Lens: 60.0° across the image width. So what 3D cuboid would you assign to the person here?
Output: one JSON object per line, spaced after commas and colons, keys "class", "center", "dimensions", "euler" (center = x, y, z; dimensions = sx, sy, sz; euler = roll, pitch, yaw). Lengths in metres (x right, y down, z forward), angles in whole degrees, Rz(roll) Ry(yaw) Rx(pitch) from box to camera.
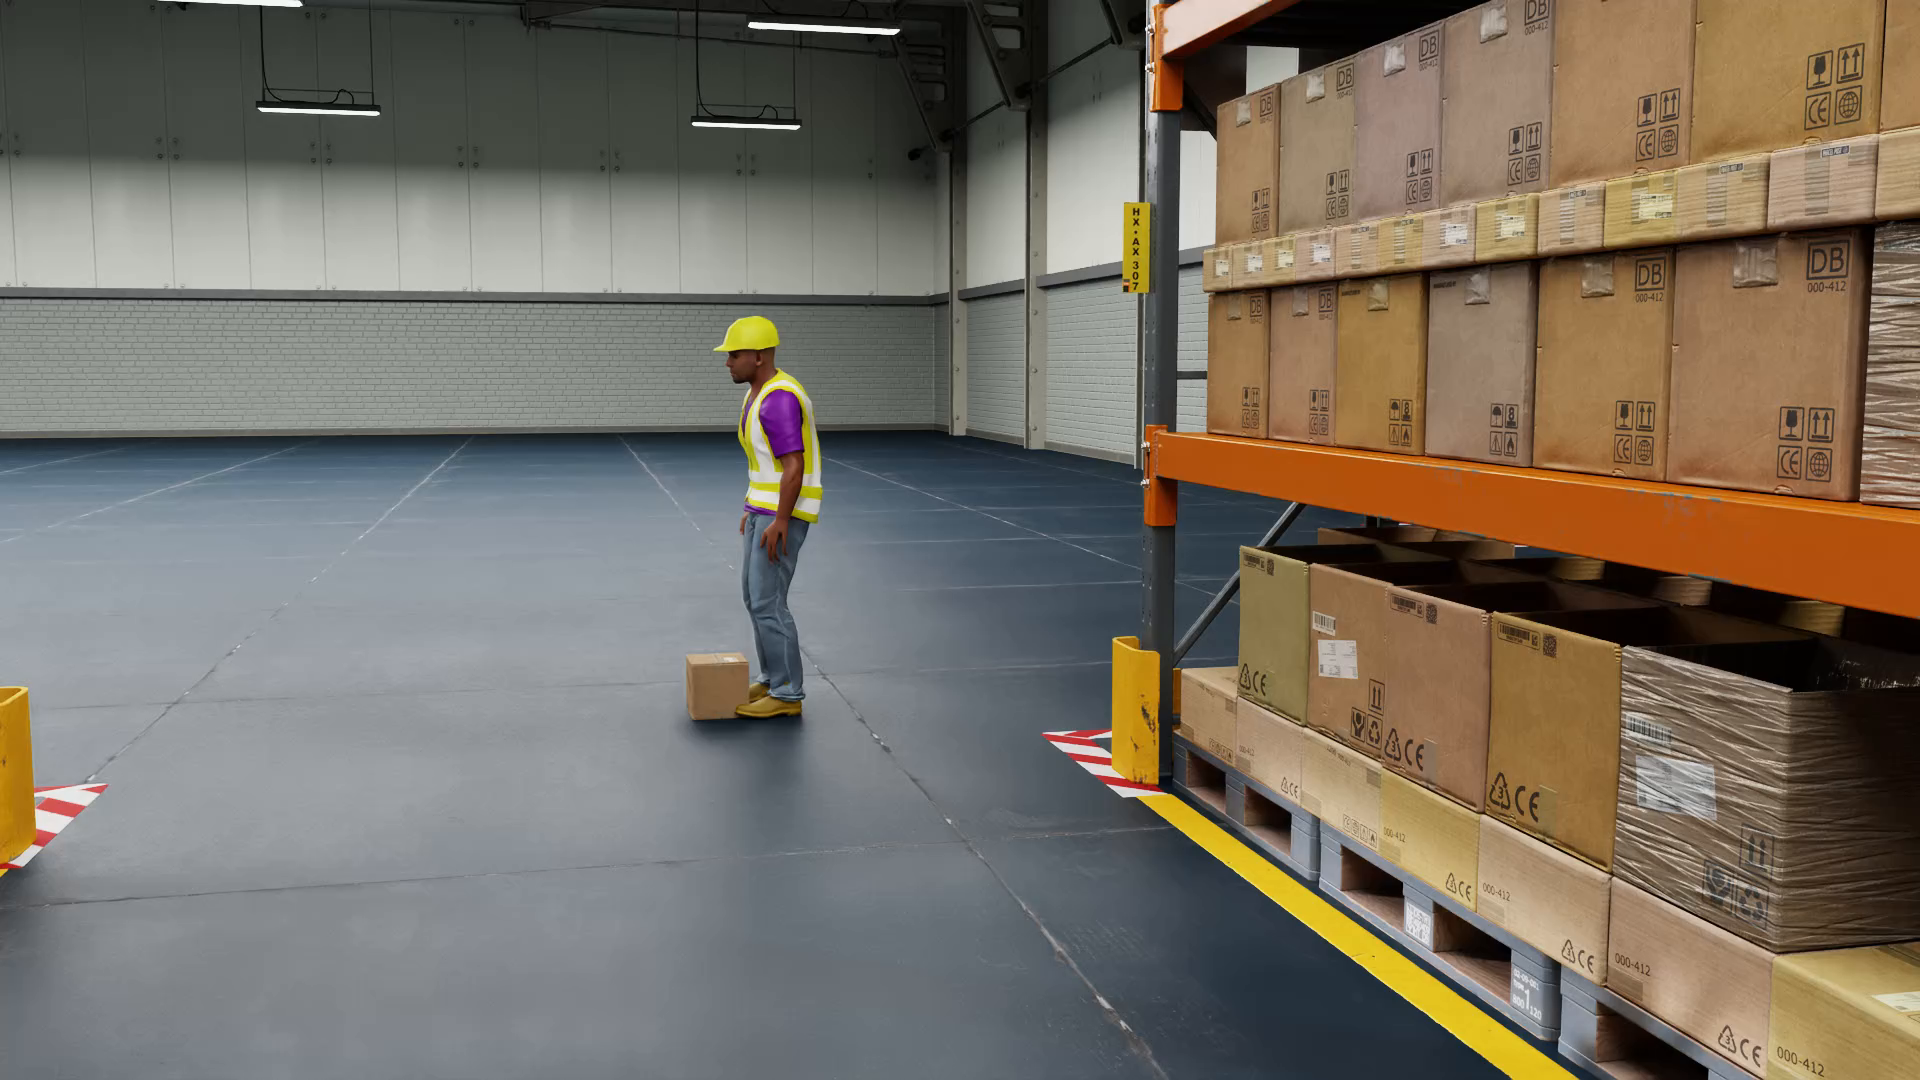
{"class": "person", "center": [-0.854, -0.106, 7.377], "dimensions": [0.460, 1.759, 0.629], "euler": [-2, 6, -17]}
